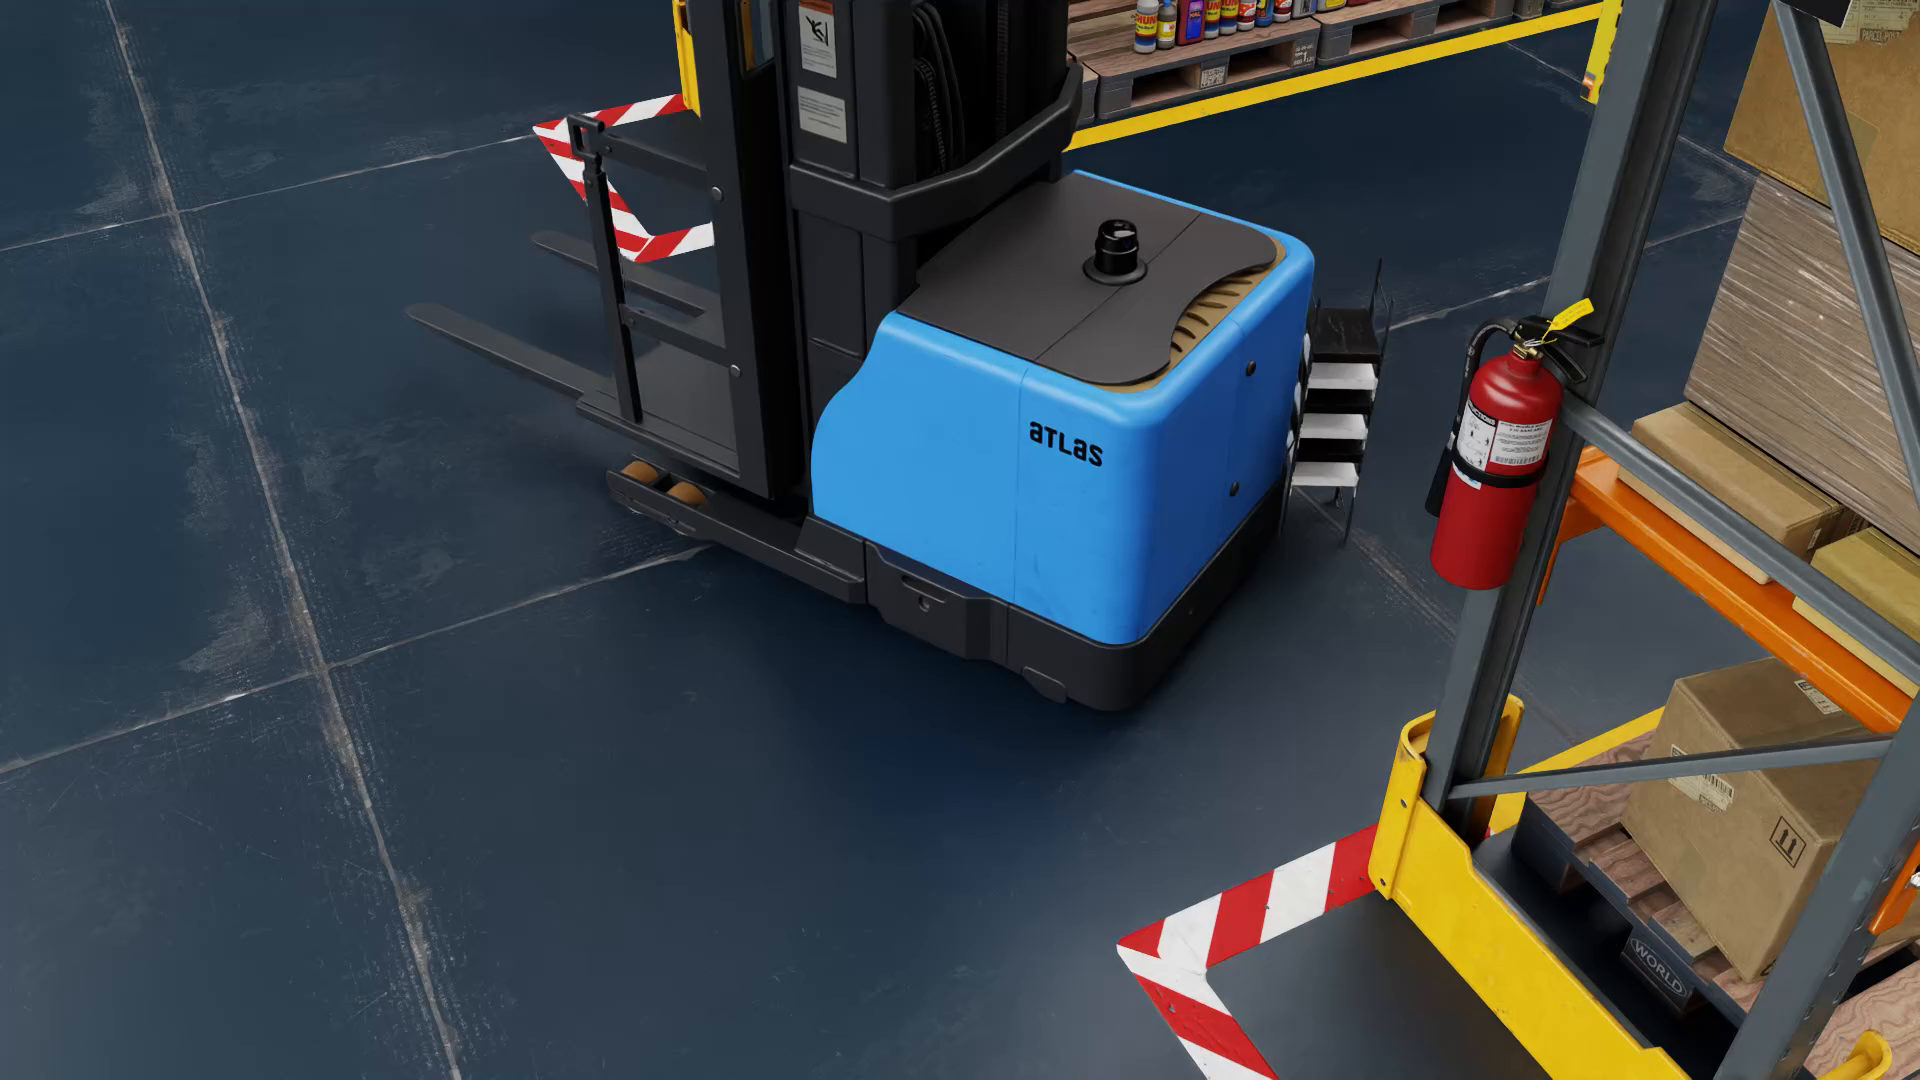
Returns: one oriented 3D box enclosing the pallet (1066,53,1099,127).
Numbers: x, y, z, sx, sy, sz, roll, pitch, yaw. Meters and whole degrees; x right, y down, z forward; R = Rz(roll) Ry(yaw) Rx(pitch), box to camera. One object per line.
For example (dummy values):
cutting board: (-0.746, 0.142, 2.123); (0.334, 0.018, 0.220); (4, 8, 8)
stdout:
pallet: (-0.146, -2.068, 7.530); (1.213, 0.211, 1.003); (-19, 44, -21)

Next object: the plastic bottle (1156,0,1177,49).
plastic bottle: (0.929, -2.336, 7.514); (0.097, 0.201, 0.097); (0, 40, 0)

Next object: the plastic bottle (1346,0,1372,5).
plastic bottle: (1.900, -2.681, 7.857); (0.133, 0.283, 0.061); (-16, 43, -18)

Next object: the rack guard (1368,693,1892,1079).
rack guard: (1.441, 0.926, 3.769); (0.348, 0.500, 1.175); (-19, 44, -21)

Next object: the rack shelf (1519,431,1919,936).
rack shelf: (3.147, -0.327, 3.872); (4.000, 0.370, 1.077); (-19, 44, -21)

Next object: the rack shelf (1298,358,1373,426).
rack shelf: (1.115, -0.449, 4.996); (0.200, 0.077, 0.258); (1, 40, 1)

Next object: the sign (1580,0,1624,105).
sign: (1.135, -0.892, 2.841); (0.005, 0.325, 0.100); (-19, 44, -21)

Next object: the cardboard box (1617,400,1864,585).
cardboard box: (1.531, -0.112, 3.256); (0.250, 0.149, 0.380); (-19, 44, -21)

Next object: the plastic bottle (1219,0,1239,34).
plastic bottle: (1.230, -2.464, 7.611); (0.097, 0.271, 0.097); (0, 40, 0)

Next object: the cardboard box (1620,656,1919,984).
cardboard box: (1.935, 0.612, 3.815); (0.500, 0.500, 0.500); (-11, 41, -13)

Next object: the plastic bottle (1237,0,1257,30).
plastic bottle: (1.318, -2.467, 7.668); (0.097, 0.201, 0.097); (0, 40, 0)

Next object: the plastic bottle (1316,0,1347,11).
plastic bottle: (1.739, -2.683, 7.807); (0.185, 0.351, 0.144); (-19, 44, -21)

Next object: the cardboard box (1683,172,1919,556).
cardboard box: (1.874, -0.305, 2.981); (0.500, 0.500, 0.875); (-19, 44, -21)

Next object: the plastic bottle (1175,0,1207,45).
plastic bottle: (1.047, -2.394, 7.518); (0.133, 0.283, 0.061); (-18, 43, -20)

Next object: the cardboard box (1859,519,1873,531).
cardboard box: (1.753, -0.187, 3.343); (0.250, 0.149, 0.380); (-19, 44, -21)

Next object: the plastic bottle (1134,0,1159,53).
plastic bottle: (0.838, -2.332, 7.455); (0.097, 0.271, 0.097); (0, 40, 0)

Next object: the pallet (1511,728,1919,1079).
pallet: (2.178, 0.814, 4.124); (1.213, 0.211, 1.003); (-19, 44, -21)

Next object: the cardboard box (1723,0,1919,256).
cardboard box: (1.747, -0.844, 2.844); (0.500, 0.500, 0.500); (-19, 44, -21)

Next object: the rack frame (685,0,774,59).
rack frame: (-0.914, -2.843, 6.287); (0.127, 3.000, 1.000); (-19, 44, -21)

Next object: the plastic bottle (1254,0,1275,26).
plastic bottle: (1.410, -2.525, 7.682); (0.097, 0.271, 0.097); (0, 40, 0)

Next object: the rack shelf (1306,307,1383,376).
rack shelf: (1.115, -0.586, 4.880); (0.200, 0.077, 0.258); (1, 40, 1)

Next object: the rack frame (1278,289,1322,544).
rack frame: (1.014, -0.408, 5.035); (0.006, 0.900, 0.240); (1, 40, 1)

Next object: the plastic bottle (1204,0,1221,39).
plastic bottle: (1.142, -2.435, 7.576); (0.097, 0.271, 0.097); (0, 40, 0)

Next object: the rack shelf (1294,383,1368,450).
rack shelf: (1.115, -0.380, 5.054); (0.200, 0.077, 0.258); (1, 40, 1)

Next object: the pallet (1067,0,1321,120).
pallet: (0.935, -2.429, 7.957); (1.213, 0.211, 1.003); (-19, 44, -21)

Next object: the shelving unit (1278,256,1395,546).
shelving unit: (1.115, -0.406, 5.033); (0.210, 0.900, 0.258); (1, 40, 1)

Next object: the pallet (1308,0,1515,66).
pallet: (2.018, -2.796, 8.390); (1.213, 0.211, 1.003); (-19, 44, -21)

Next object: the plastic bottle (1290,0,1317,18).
plastic bottle: (1.593, -2.608, 7.777); (0.135, 0.276, 0.152); (-18, 43, -20)

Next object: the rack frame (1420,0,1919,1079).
rack frame: (1.374, -0.005, 2.934); (0.127, 3.000, 1.000); (-19, 44, -21)

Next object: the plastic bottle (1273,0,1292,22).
plastic bottle: (1.501, -2.529, 7.741); (0.097, 0.201, 0.097); (0, 40, 0)

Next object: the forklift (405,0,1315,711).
forklift: (-0.517, -1.392, 4.626); (3.031, 2.935, 1.130); (24, 46, 25)

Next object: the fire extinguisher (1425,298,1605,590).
fire extinguisher: (1.059, -0.205, 3.231); (0.183, 0.674, 0.296); (-19, 44, -21)

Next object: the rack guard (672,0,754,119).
rack guard: (-0.869, -1.939, 7.153); (0.348, 0.500, 1.175); (-19, 44, -21)

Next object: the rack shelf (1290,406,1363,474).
rack shelf: (1.115, -0.312, 5.113); (0.200, 0.077, 0.258); (1, 40, 1)

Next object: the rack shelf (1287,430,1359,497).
rack shelf: (1.115, -0.243, 5.171); (0.200, 0.077, 0.258); (1, 40, 1)

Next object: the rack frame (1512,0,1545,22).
rack frame: (2.633, -4.037, 7.697); (0.127, 3.000, 1.000); (-19, 44, -21)

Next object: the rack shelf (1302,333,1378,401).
rack shelf: (1.115, -0.518, 4.938); (0.200, 0.077, 0.258); (1, 40, 1)

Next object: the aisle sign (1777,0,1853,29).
aisle sign: (1.180, -1.151, 2.276); (0.004, 0.787, 0.394); (-19, 44, -21)

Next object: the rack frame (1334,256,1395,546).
rack frame: (1.217, -0.404, 5.030); (0.006, 0.900, 0.240); (1, 40, 1)

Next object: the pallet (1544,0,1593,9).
pallet: (3.312, -3.229, 8.902); (1.213, 0.211, 1.003); (-19, 44, -21)

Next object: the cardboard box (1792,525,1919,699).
cardboard box: (1.736, 0.142, 2.955); (0.250, 0.149, 0.380); (-19, 44, -21)
